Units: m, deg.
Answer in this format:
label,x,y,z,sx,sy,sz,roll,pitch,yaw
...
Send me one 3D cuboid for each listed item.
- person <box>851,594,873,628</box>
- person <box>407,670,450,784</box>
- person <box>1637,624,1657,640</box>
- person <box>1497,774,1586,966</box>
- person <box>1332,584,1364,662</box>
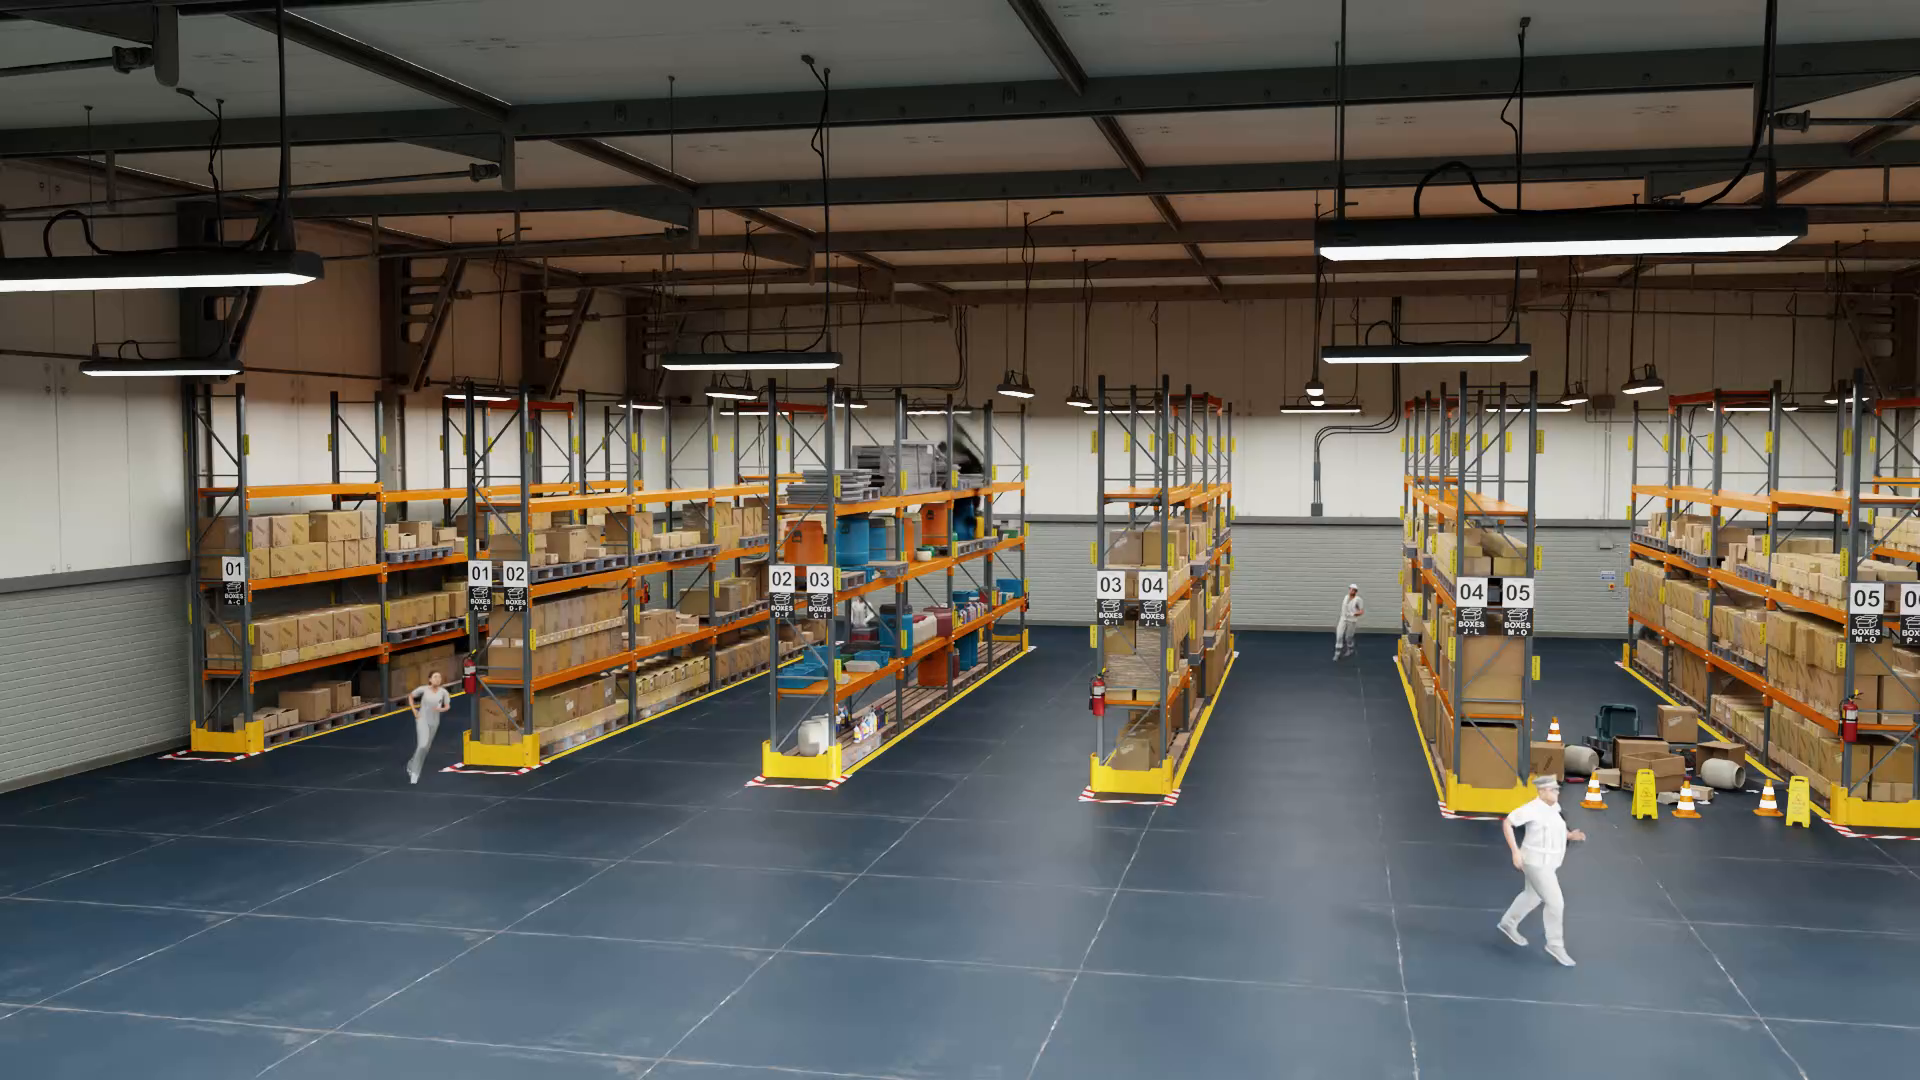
label,x,y,z,sx,sy,sz,roll,pitch,yaw
person,-2.324,1.929,38.732,0.603,1.550,0.569,0,3,3
person,-7.977,2.776,24.876,0.631,1.695,0.663,-3,4,-38
person,16.072,1.990,38.693,0.725,1.623,0.729,2,4,31
person,5.668,3.183,16.264,0.892,1.837,0.634,3,4,42
person,8.992,1.902,38.471,0.700,1.769,0.929,3,4,38
